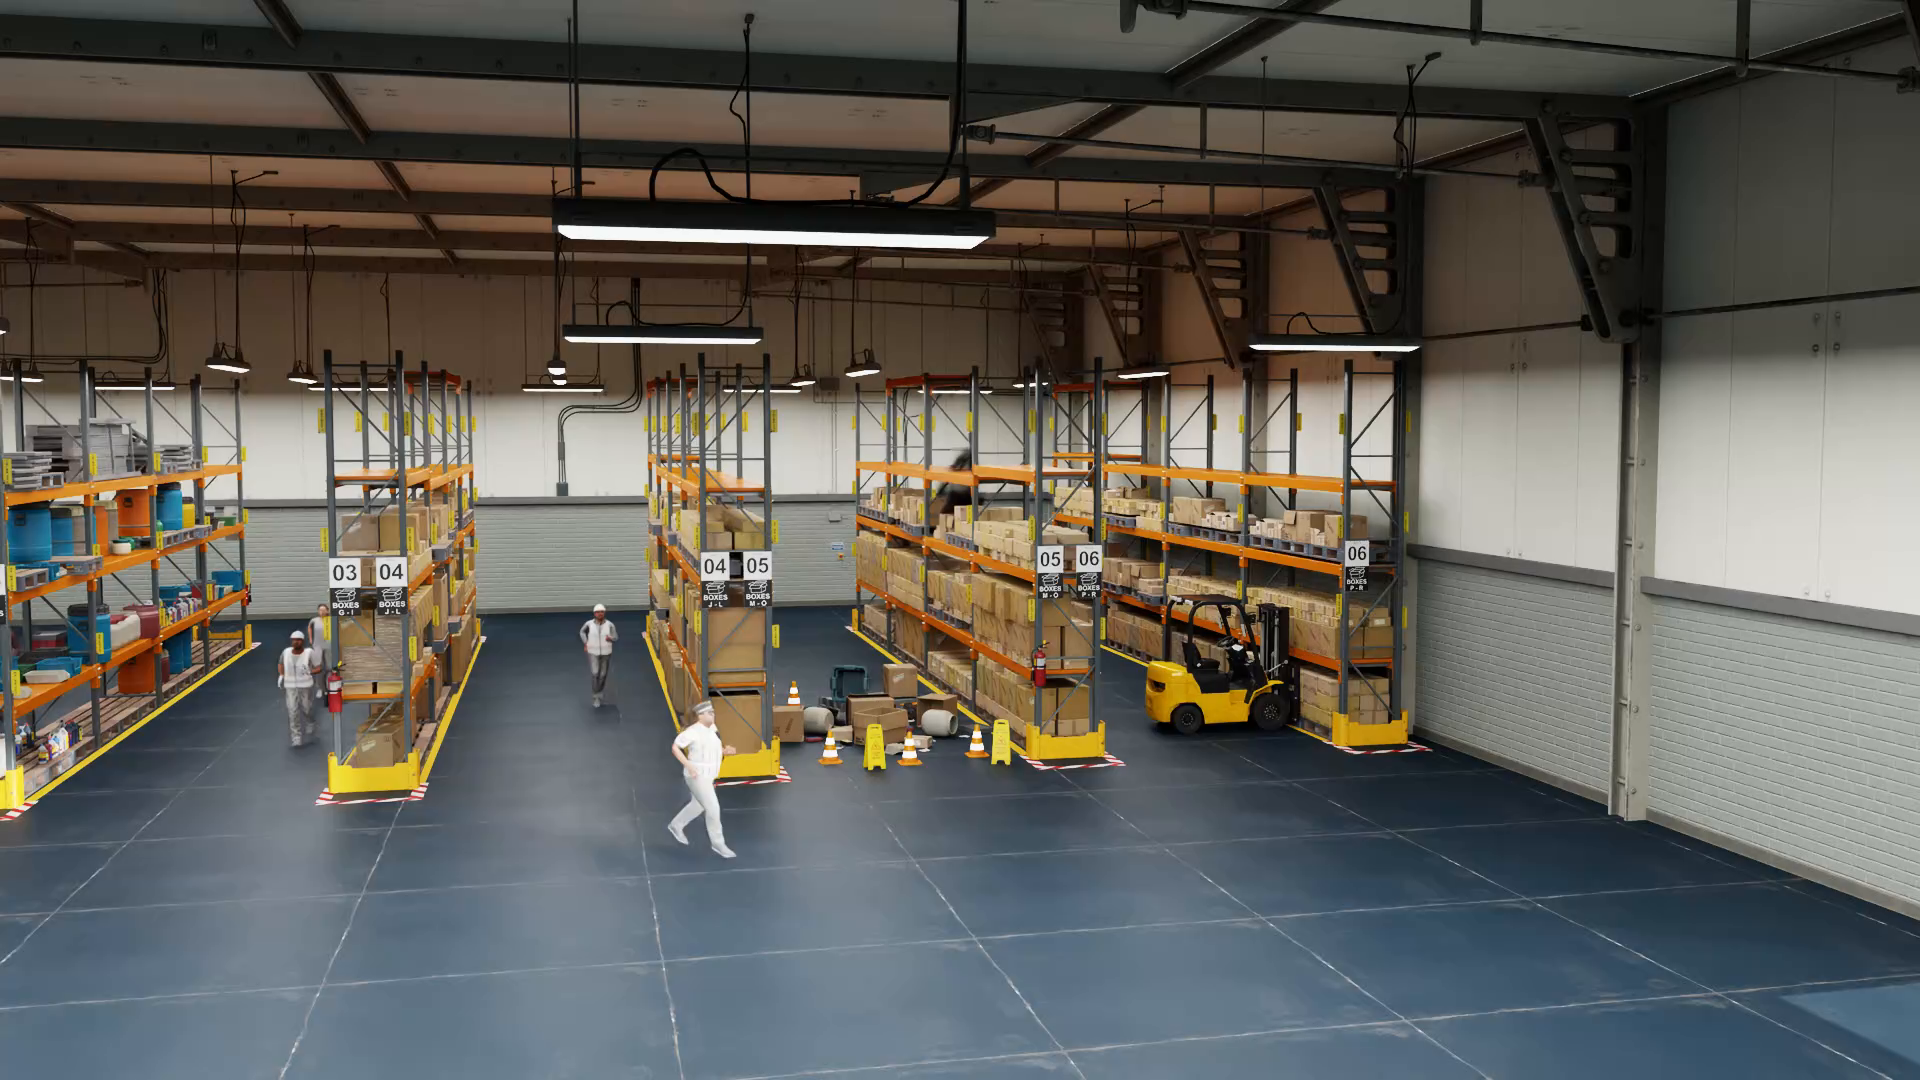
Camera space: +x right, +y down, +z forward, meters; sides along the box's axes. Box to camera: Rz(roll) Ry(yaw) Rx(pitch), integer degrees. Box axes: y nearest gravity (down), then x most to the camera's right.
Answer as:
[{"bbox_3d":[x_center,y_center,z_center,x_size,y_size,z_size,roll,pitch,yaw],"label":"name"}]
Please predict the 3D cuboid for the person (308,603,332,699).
[{"bbox_3d":[-11.740,2.021,30.690,0.546,1.713,0.821,-1,4,-19],"label":"person"}]

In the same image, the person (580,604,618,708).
[{"bbox_3d":[-6.434,2.052,29.706,0.644,1.832,0.806,-1,4,-20],"label":"person"}]

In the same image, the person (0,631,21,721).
[{"bbox_3d":[-16.273,2.182,28.052,0.691,1.743,0.663,-1,4,-13],"label":"person"}]

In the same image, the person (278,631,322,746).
[{"bbox_3d":[-10.312,2.297,25.977,0.691,1.764,0.918,-1,4,-10],"label":"person"}]

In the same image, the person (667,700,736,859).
[{"bbox_3d":[-3.031,2.756,19.374,0.989,1.804,0.657,1,4,19],"label":"person"}]
